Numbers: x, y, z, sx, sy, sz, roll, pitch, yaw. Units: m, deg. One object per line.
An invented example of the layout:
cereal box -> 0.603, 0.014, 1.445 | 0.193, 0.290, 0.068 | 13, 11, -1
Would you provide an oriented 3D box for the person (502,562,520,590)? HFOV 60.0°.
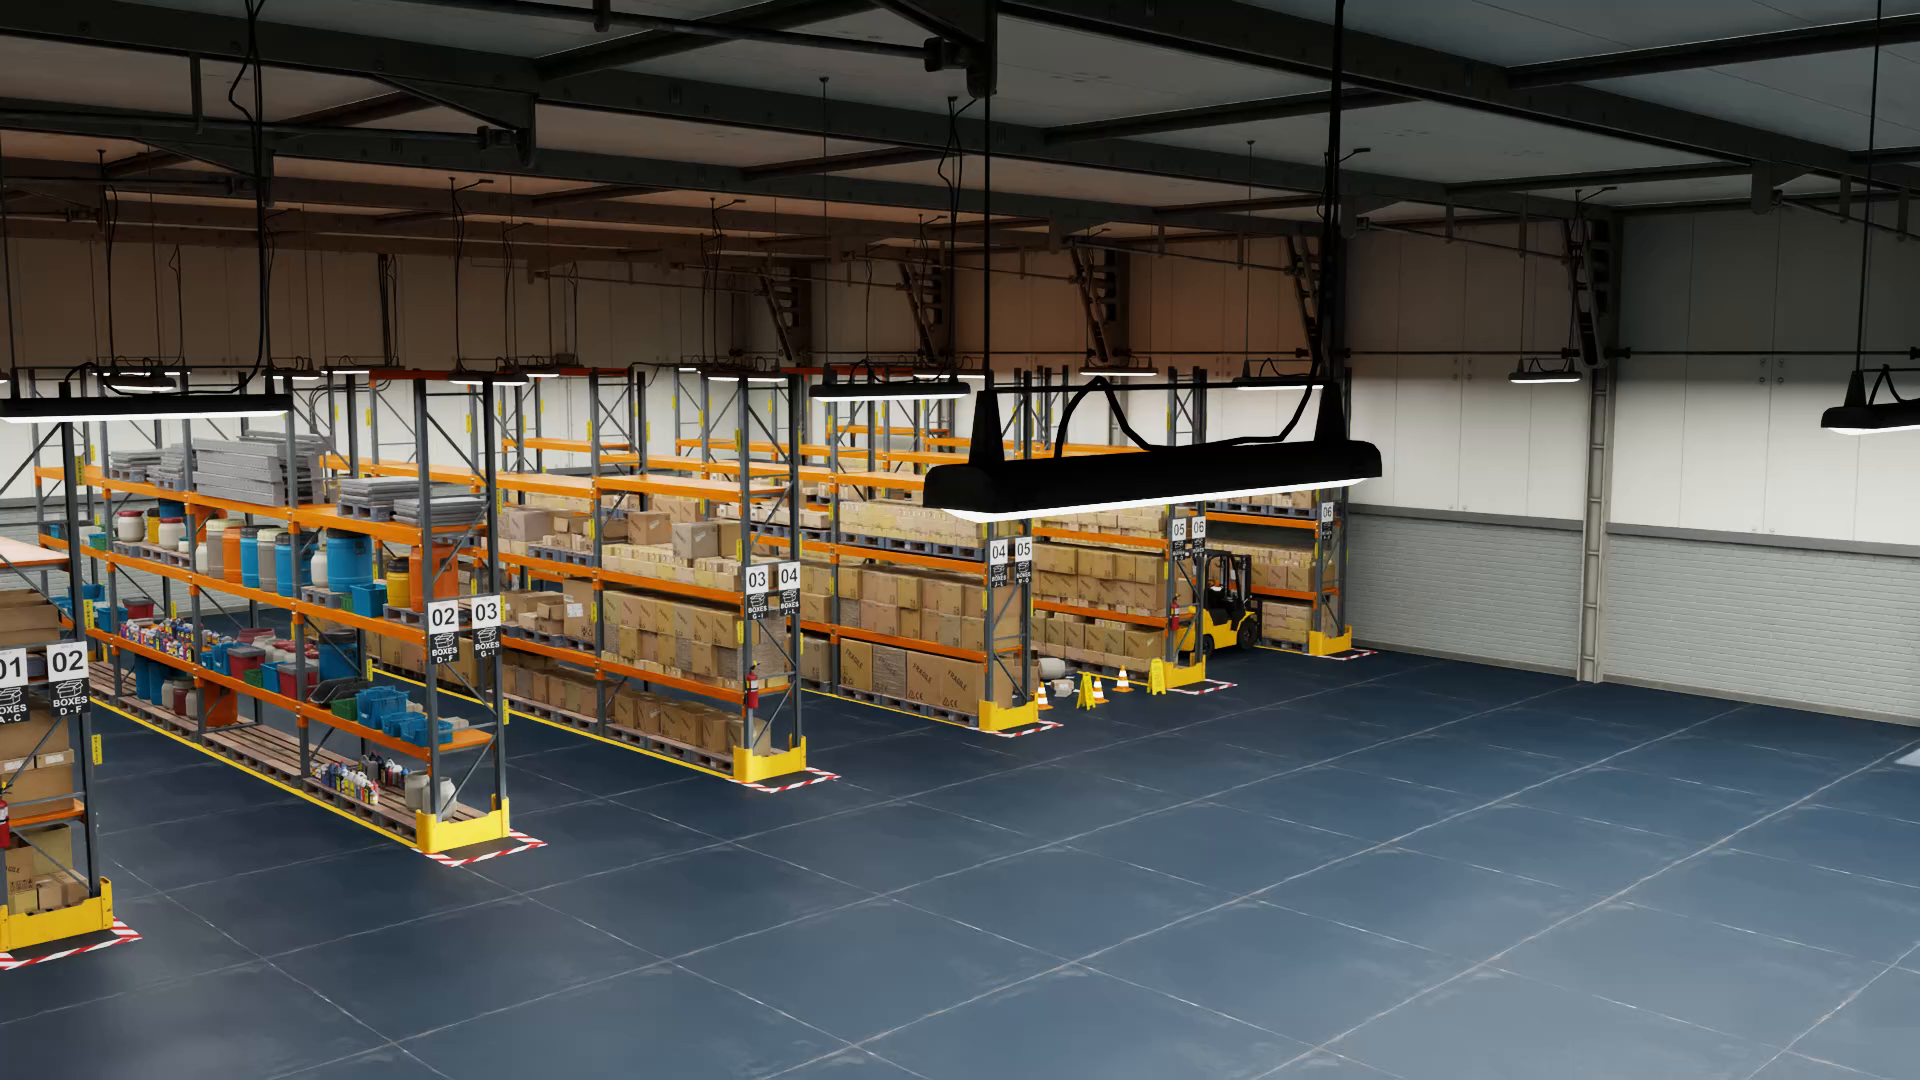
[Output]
person -> -11.180, 0.839, 41.200 | 0.420, 1.671, 0.476 | -6, 9, -42
